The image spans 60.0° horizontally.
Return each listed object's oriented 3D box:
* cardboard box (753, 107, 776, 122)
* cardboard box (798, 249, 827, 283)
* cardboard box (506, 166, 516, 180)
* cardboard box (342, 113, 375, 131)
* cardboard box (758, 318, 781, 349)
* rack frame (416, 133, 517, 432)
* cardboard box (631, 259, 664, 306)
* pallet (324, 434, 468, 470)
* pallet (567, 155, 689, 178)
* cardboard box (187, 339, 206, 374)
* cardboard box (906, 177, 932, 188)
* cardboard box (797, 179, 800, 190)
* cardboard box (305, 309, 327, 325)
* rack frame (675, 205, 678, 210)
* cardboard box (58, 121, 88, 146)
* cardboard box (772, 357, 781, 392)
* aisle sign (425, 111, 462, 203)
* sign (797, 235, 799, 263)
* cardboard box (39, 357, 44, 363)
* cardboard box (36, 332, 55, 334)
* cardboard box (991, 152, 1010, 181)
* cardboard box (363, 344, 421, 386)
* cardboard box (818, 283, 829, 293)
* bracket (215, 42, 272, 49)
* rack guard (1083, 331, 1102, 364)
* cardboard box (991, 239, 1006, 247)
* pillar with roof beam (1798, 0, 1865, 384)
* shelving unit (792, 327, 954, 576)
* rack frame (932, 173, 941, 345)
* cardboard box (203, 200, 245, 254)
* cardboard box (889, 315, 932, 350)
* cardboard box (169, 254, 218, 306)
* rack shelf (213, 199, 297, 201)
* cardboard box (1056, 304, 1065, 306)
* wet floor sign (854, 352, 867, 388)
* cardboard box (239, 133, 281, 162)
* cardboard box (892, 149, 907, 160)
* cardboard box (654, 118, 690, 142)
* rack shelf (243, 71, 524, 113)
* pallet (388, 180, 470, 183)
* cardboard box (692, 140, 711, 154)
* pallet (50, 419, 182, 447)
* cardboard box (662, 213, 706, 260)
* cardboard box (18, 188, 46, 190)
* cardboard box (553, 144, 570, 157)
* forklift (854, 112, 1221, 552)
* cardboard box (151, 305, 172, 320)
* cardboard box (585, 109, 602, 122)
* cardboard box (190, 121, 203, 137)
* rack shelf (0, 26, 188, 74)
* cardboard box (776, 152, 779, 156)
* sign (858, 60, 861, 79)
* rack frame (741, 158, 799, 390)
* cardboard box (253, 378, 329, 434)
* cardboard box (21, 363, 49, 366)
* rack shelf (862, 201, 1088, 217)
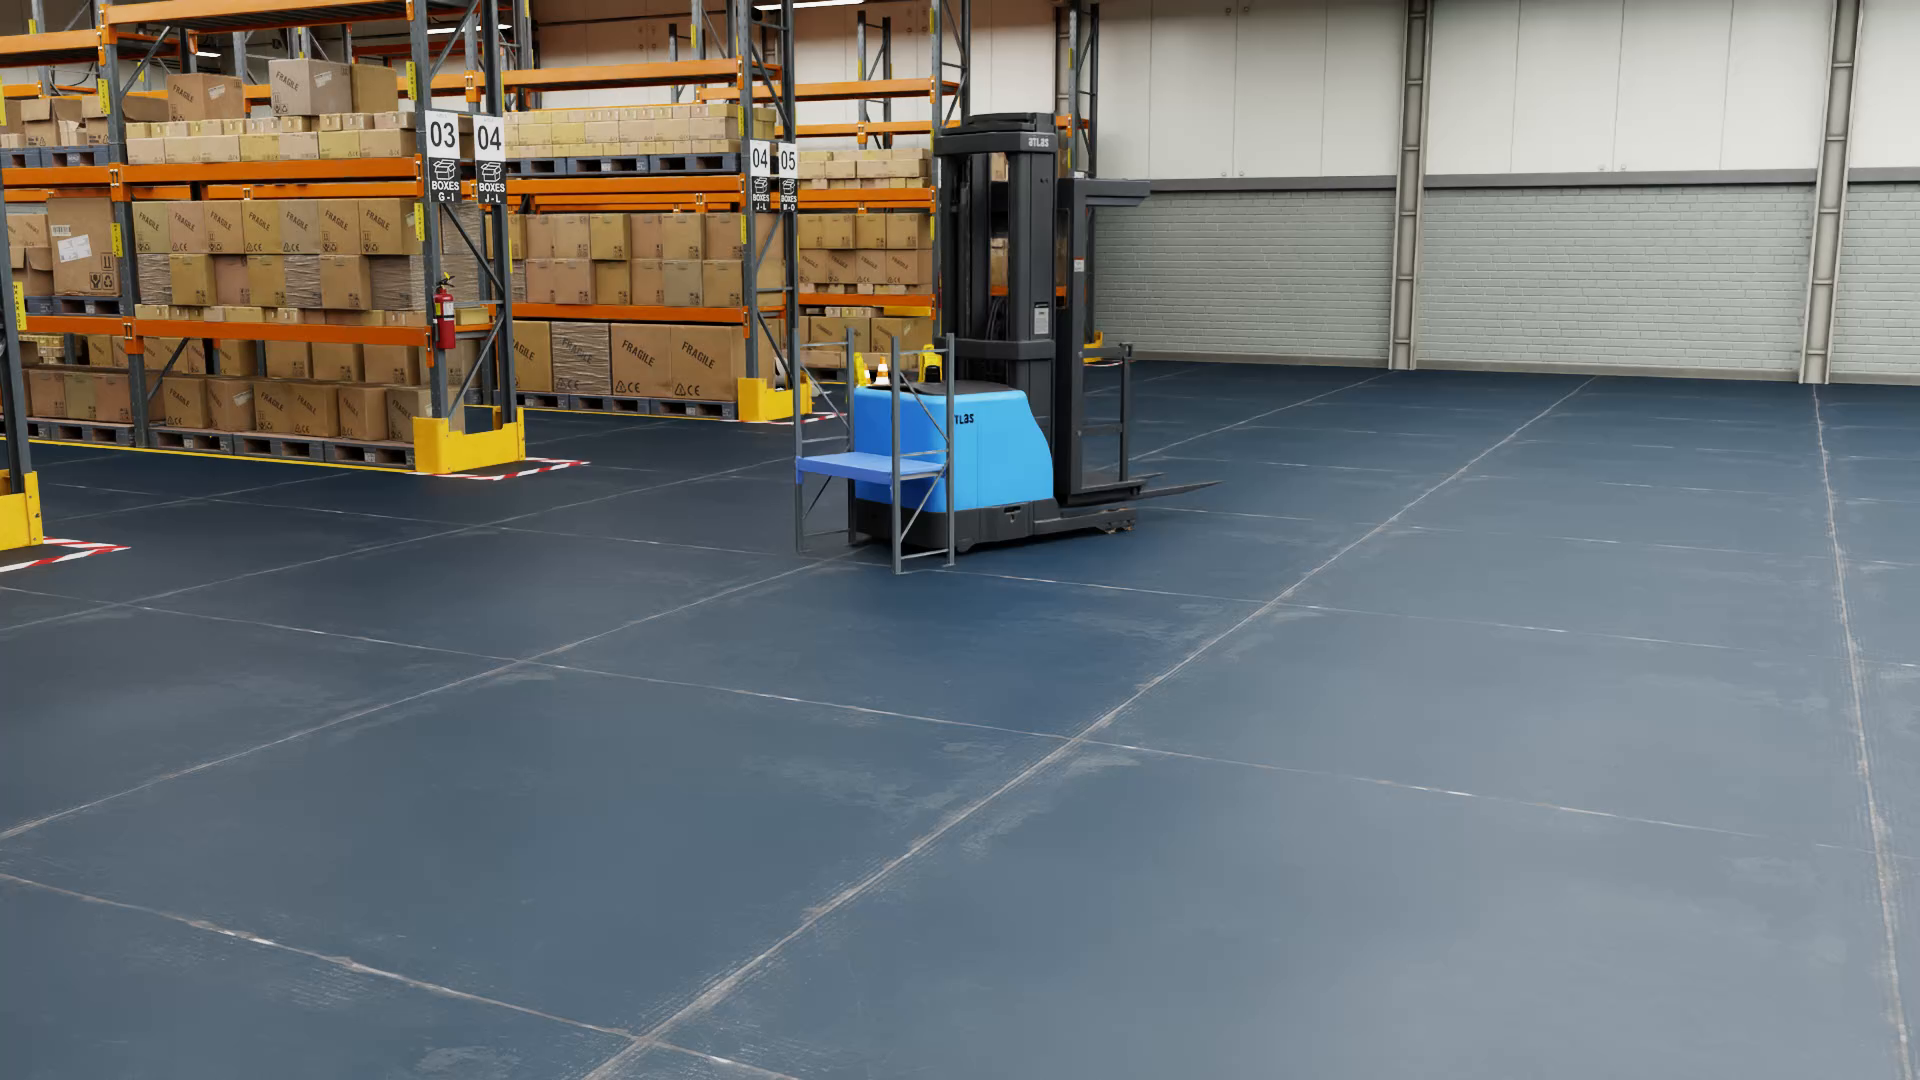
[{"bbox_3d":[-2.380,-5.031,19.690,0.250,0.149,0.380,5,11,26],"label":"cardboard box"},{"bbox_3d":[-2.071,-4.069,24.676,0.500,0.500,0.500,5,11,26],"label":"cardboard box"},{"bbox_3d":[-7.702,-6.121,27.238,0.637,0.503,0.797,4,11,22],"label":"cardboard box"},{"bbox_3d":[-5.370,-3.783,15.088,0.250,0.149,0.380,4,11,23],"label":"cardboard box"},{"bbox_3d":[-2.815,-3.160,25.202,0.500,0.500,0.500,6,12,28],"label":"cardboard box"},{"bbox_3d":[-4.507,-2.169,15.293,0.127,3.000,1.000,5,11,26],"label":"rack frame"},{"bbox_3d":[-3.524,-3.153,20.309,0.550,0.550,0.875,5,11,26],"label":"cardboard box"},{"bbox_3d":[-5.288,-0.873,15.959,1.213,0.211,1.003,5,11,26],"label":"pallet"},{"bbox_3d":[-3.990,-4.538,20.210,1.213,0.211,1.003,5,11,26],"label":"pallet"},{"bbox_3d":[-10.566,-2.612,23.579,0.500,0.500,0.500,6,12,28],"label":"cardboard box"},{"bbox_3d":[-0.566,-5.088,23.701,0.250,0.149,0.380,5,11,26],"label":"cardboard box"},{"bbox_3d":[-2.421,-5.240,24.544,0.250,0.149,0.380,5,11,25],"label":"cardboard box"},{"bbox_3d":[-5.982,-2.131,15.787,0.250,0.149,0.380,5,11,26],"label":"cardboard box"},{"bbox_3d":[-5.104,-5.175,31.903,0.127,3.000,1.000,5,11,26],"label":"rack frame"},{"bbox_3d":[-8.982,-4.159,17.063,0.258,0.266,0.396,5,12,28],"label":"cardboard box"},{"bbox_3d":[-2.818,-2.257,22.791,0.637,0.503,0.797,-2,11,-14],"label":"cardboard box"},{"bbox_3d":[-4.584,-3.396,14.769,0.004,0.787,0.394,5,11,26],"label":"aisle sign"},{"bbox_3d":[-1.971,-3.506,20.028,0.005,0.325,0.100,5,11,26],"label":"sign"},{"bbox_3d":[-13.682,-2.713,25.124,0.250,0.149,0.380,5,12,27],"label":"cardboard box"},{"bbox_3d":[-14.106,-3.149,25.862,0.250,0.149,0.380,5,12,27],"label":"cardboard box"},{"bbox_3d":[0.692,-6.419,28.609,0.500,0.500,0.700,5,11,26],"label":"cardboard box"},{"bbox_3d":[-7.269,-2.479,22.144,0.750,0.750,1.050,5,11,26],"label":"cardboard box"},{"bbox_3d":[-1.915,-3.747,24.717,0.250,0.149,0.380,5,11,26],"label":"cardboard box"},{"bbox_3d":[-17.332,-11.082,37.584,5.218,0.066,0.076,5,11,26],"label":"bracket"},{"bbox_3d":[2.092,-3.313,28.632,0.348,0.500,1.175,5,11,26],"label":"rack guard"},{"bbox_3d":[0.701,-5.119,28.656,0.250,0.149,0.380,5,12,27],"label":"cardboard box"},{"bbox_3d":[10.702,-6.063,19.960,0.400,9.000,9.100,5,11,26],"label":"pillar with roof beam"},{"bbox_3d":[-0.575,-0.612,10.898,0.538,1.500,1.048,-9,14,-42],"label":"shelving unit"},{"bbox_3d":[-0.122,-3.752,24.038,0.127,3.000,1.000,5,11,26],"label":"rack frame"},{"bbox_3d":[-6.906,-3.017,16.055,0.500,0.500,0.500,5,11,26],"label":"cardboard box"},{"bbox_3d":[-0.745,-3.084,24.783,0.500,0.500,0.500,5,11,24],"label":"cardboard box"},{"bbox_3d":[-7.285,-2.590,16.499,0.500,0.500,0.875,5,11,26],"label":"cardboard box"},{"bbox_3d":[-12.677,-5.977,29.930,4.000,0.370,1.077,5,11,26],"label":"rack shelf"},{"bbox_3d":[1.723,-3.959,28.914,0.500,0.250,0.500,5,11,25],"label":"cardboard box"},{"bbox_3d":[-1.320,-2.109,21.570,0.232,0.644,0.267,3,11,16],"label":"wet floor sign"},{"bbox_3d":[-6.410,-3.688,15.684,0.500,0.250,0.500,5,11,25],"label":"cardboard box"},{"bbox_3d":[-0.771,-5.503,23.755,0.250,0.149,0.380,5,12,27],"label":"cardboard box"},{"bbox_3d":[-3.233,-4.791,19.484,0.500,0.250,0.500,5,11,26],"label":"cardboard box"},{"bbox_3d":[-7.603,-5.827,21.803,4.000,0.370,1.077,5,11,26],"label":"rack shelf"},{"bbox_3d":[-6.653,-4.715,21.473,1.217,0.209,0.805,5,11,24],"label":"pallet"},{"bbox_3d":[-2.896,-4.554,19.291,0.250,0.149,0.380,5,11,26],"label":"cardboard box"},{"bbox_3d":[-8.793,-1.173,17.620,1.213,0.211,1.003,5,11,26],"label":"pallet"},{"bbox_3d":[-3.072,-3.622,19.870,0.550,0.550,0.875,5,11,26],"label":"cardboard box"},{"bbox_3d":[-13.543,-5.297,24.572,0.500,0.250,0.500,5,12,27],"label":"cardboard box"},{"bbox_3d":[-4.720,-4.714,20.176,0.250,0.149,0.380,5,11,25],"label":"cardboard box"},{"bbox_3d":[0.668,-1.551,12.072,3.031,2.935,1.130,-8,13,-39],"label":"forklift"},{"bbox_3d":[-7.816,-2.274,16.577,0.250,0.149,0.380,5,11,26],"label":"cardboard box"},{"bbox_3d":[-4.269,-5.066,19.884,0.250,0.149,0.380,5,11,26],"label":"cardboard box"},{"bbox_3d":[-7.197,-3.961,16.070,0.250,0.149,0.380,5,12,28],"label":"cardboard box"},{"bbox_3d":[-9.888,-5.043,17.470,4.000,0.370,1.077,5,11,26],"label":"rack shelf"},{"bbox_3d":[-2.624,-5.660,24.626,0.250,0.149,0.380,5,11,24],"label":"cardboard box"},{"bbox_3d":[-1.746,-8.223,29.053,0.005,0.325,0.100,5,11,26],"label":"sign"},{"bbox_3d":[-2.222,-2.953,19.625,0.127,3.000,1.000,5,11,26],"label":"rack frame"},{"bbox_3d":[-6.645,-1.343,16.566,0.500,0.500,0.500,4,11,21],"label":"cardboard box"},{"bbox_3d":[-10.569,-1.695,18.455,0.500,0.500,0.700,4,11,21],"label":"cardboard box"},{"bbox_3d":[0.277,-5.824,29.087,4.000,0.370,1.077,5,11,26],"label":"rack shelf"}]
